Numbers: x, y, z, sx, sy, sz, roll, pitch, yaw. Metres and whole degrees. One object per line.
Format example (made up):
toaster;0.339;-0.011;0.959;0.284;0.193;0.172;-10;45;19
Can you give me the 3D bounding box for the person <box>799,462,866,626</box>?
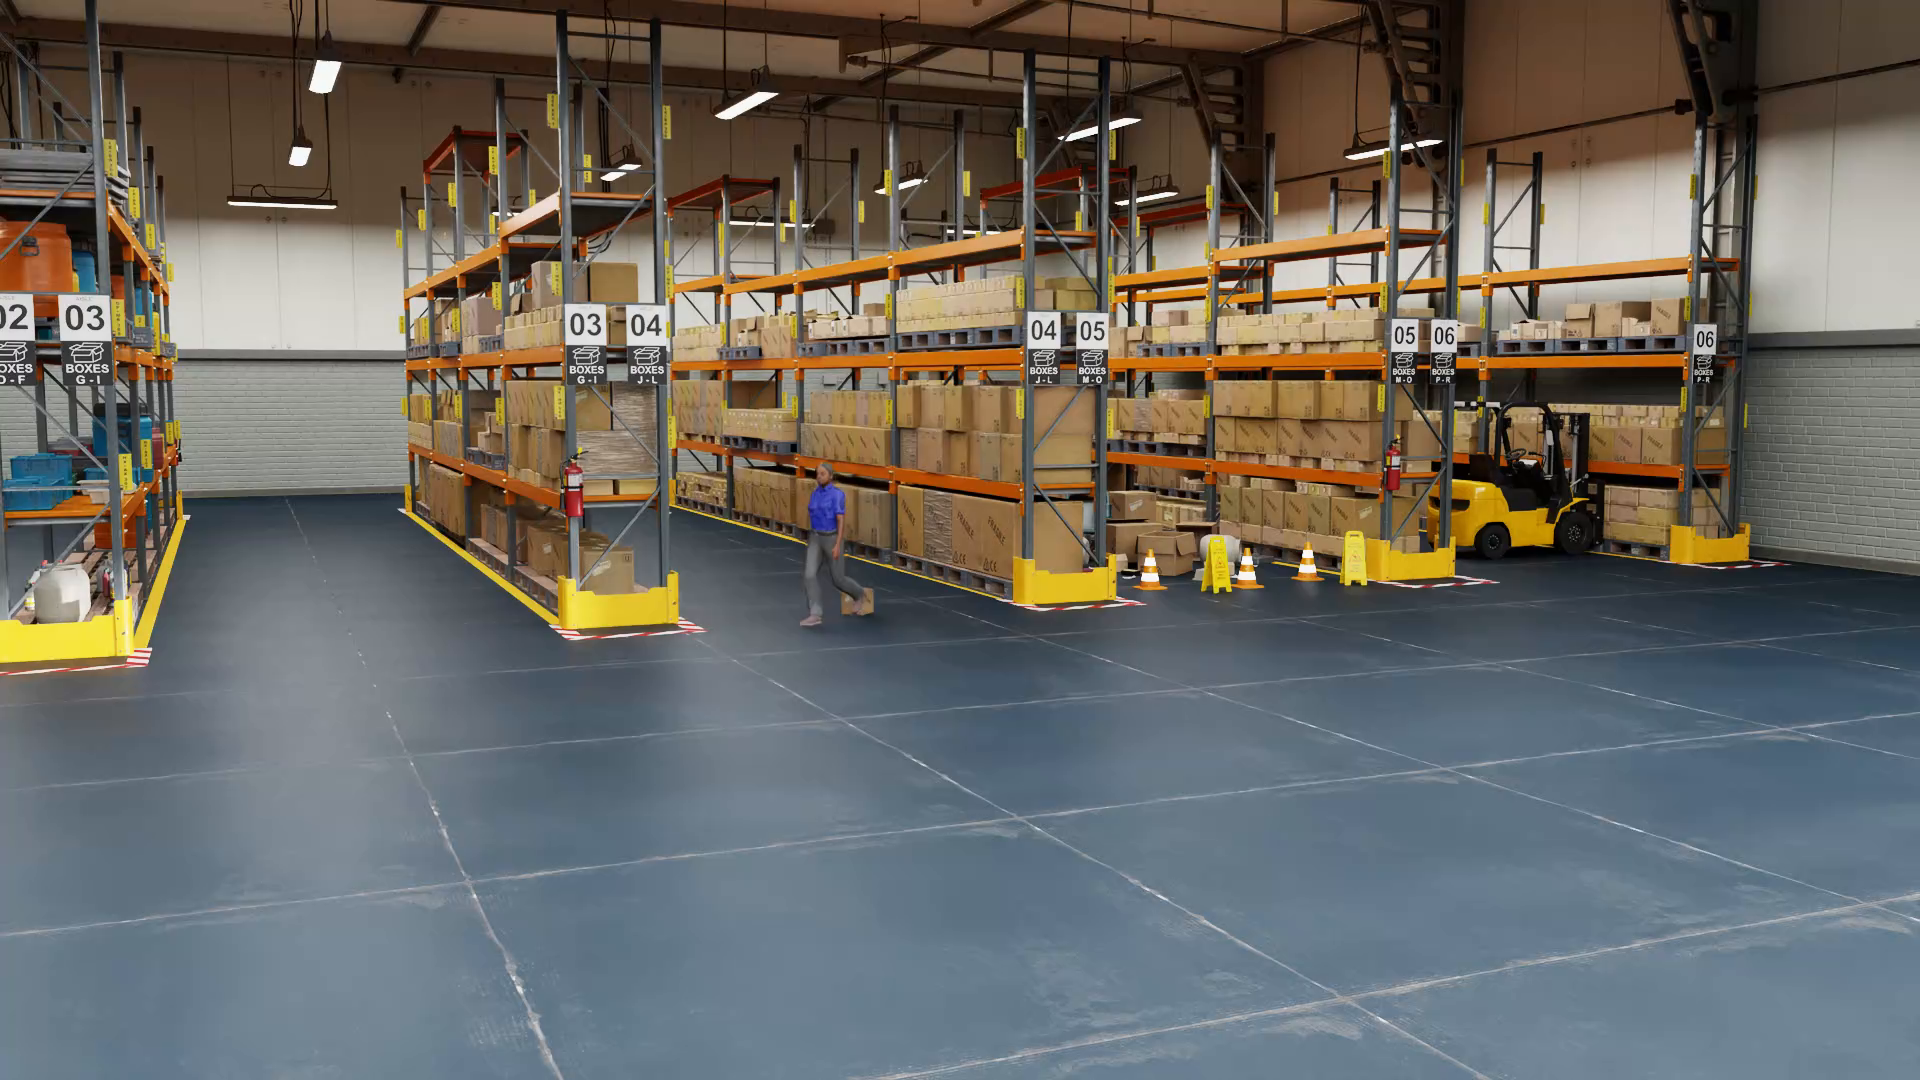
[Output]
person;-1.289;0.026;16.682;0.459;1.617;0.846;4;7;34
